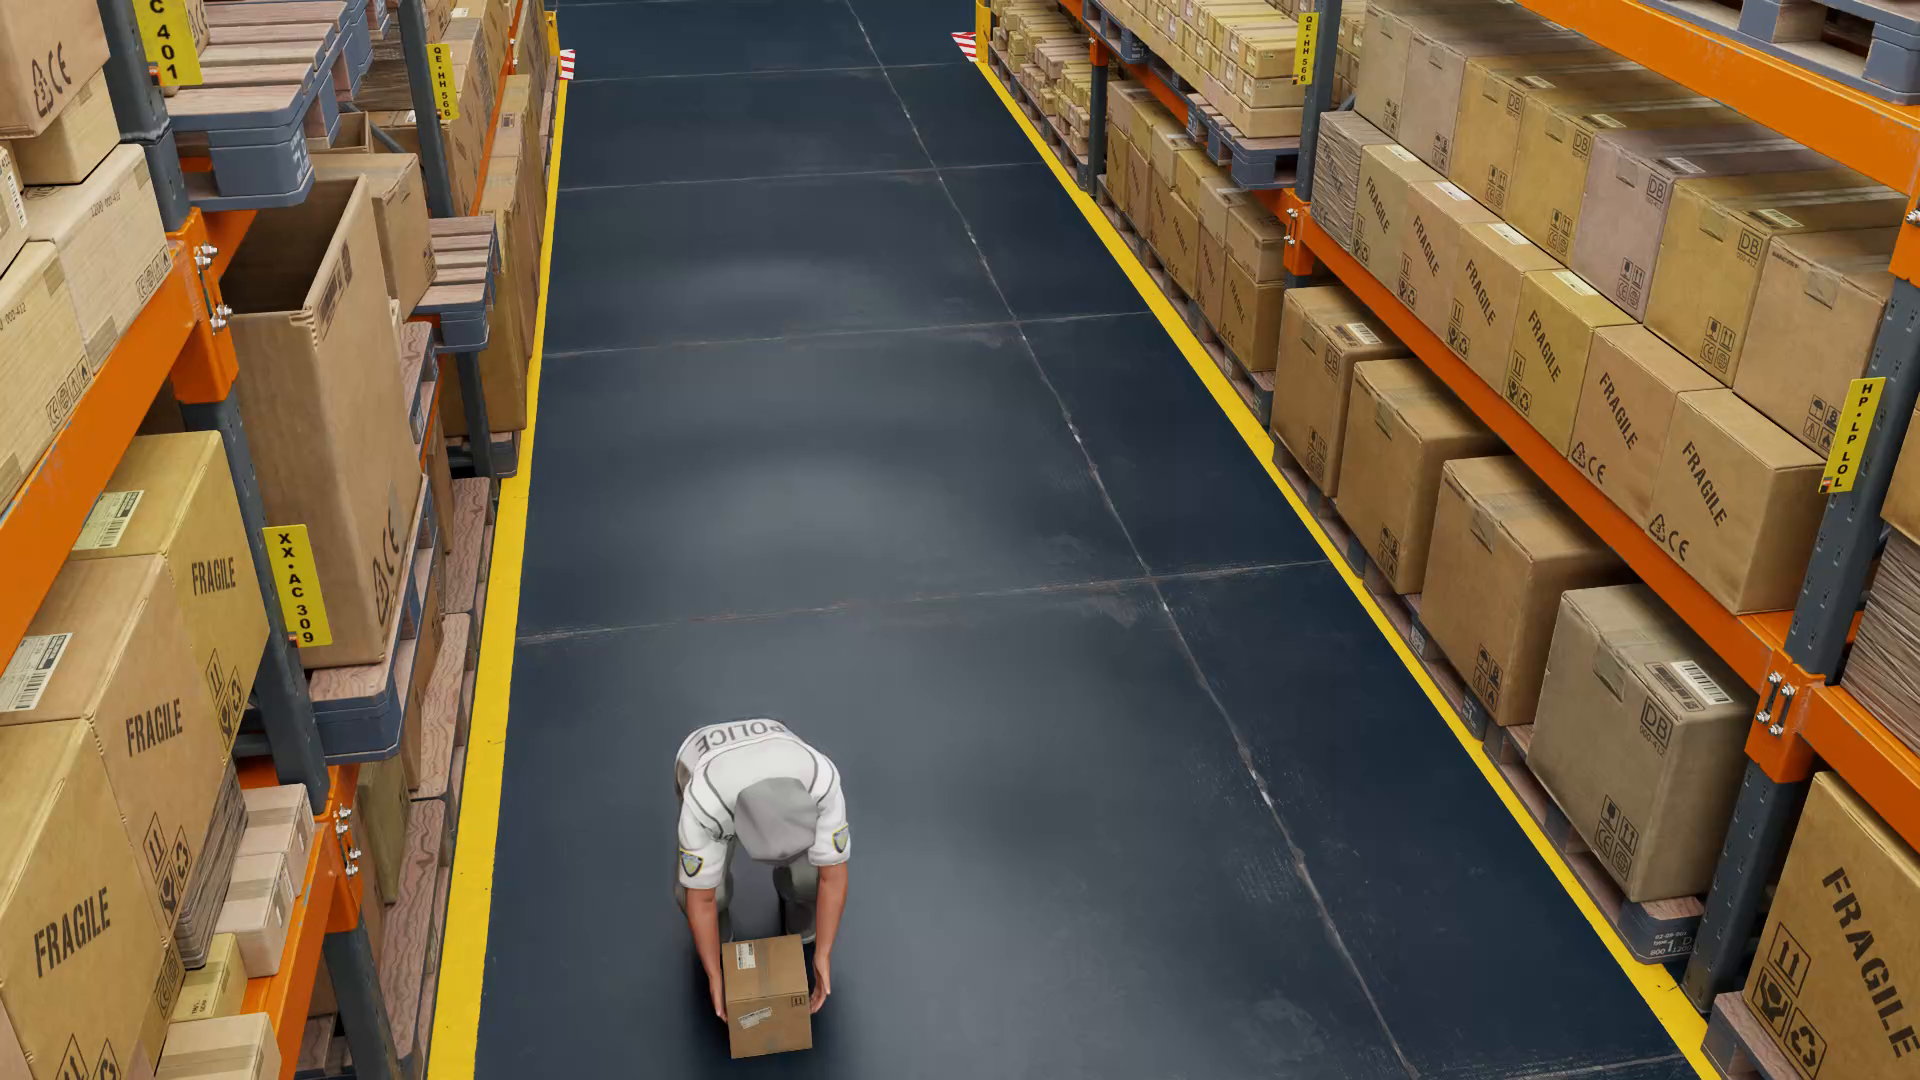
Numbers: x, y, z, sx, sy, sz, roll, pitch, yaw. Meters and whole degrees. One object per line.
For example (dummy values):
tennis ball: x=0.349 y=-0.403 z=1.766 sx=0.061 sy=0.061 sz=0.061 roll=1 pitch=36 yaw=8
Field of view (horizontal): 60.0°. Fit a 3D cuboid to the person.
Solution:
person: x=-0.653 y=1.056 z=5.325 sx=0.544 sy=0.895 sz=0.985 roll=-5 pitch=31 yaw=-9
